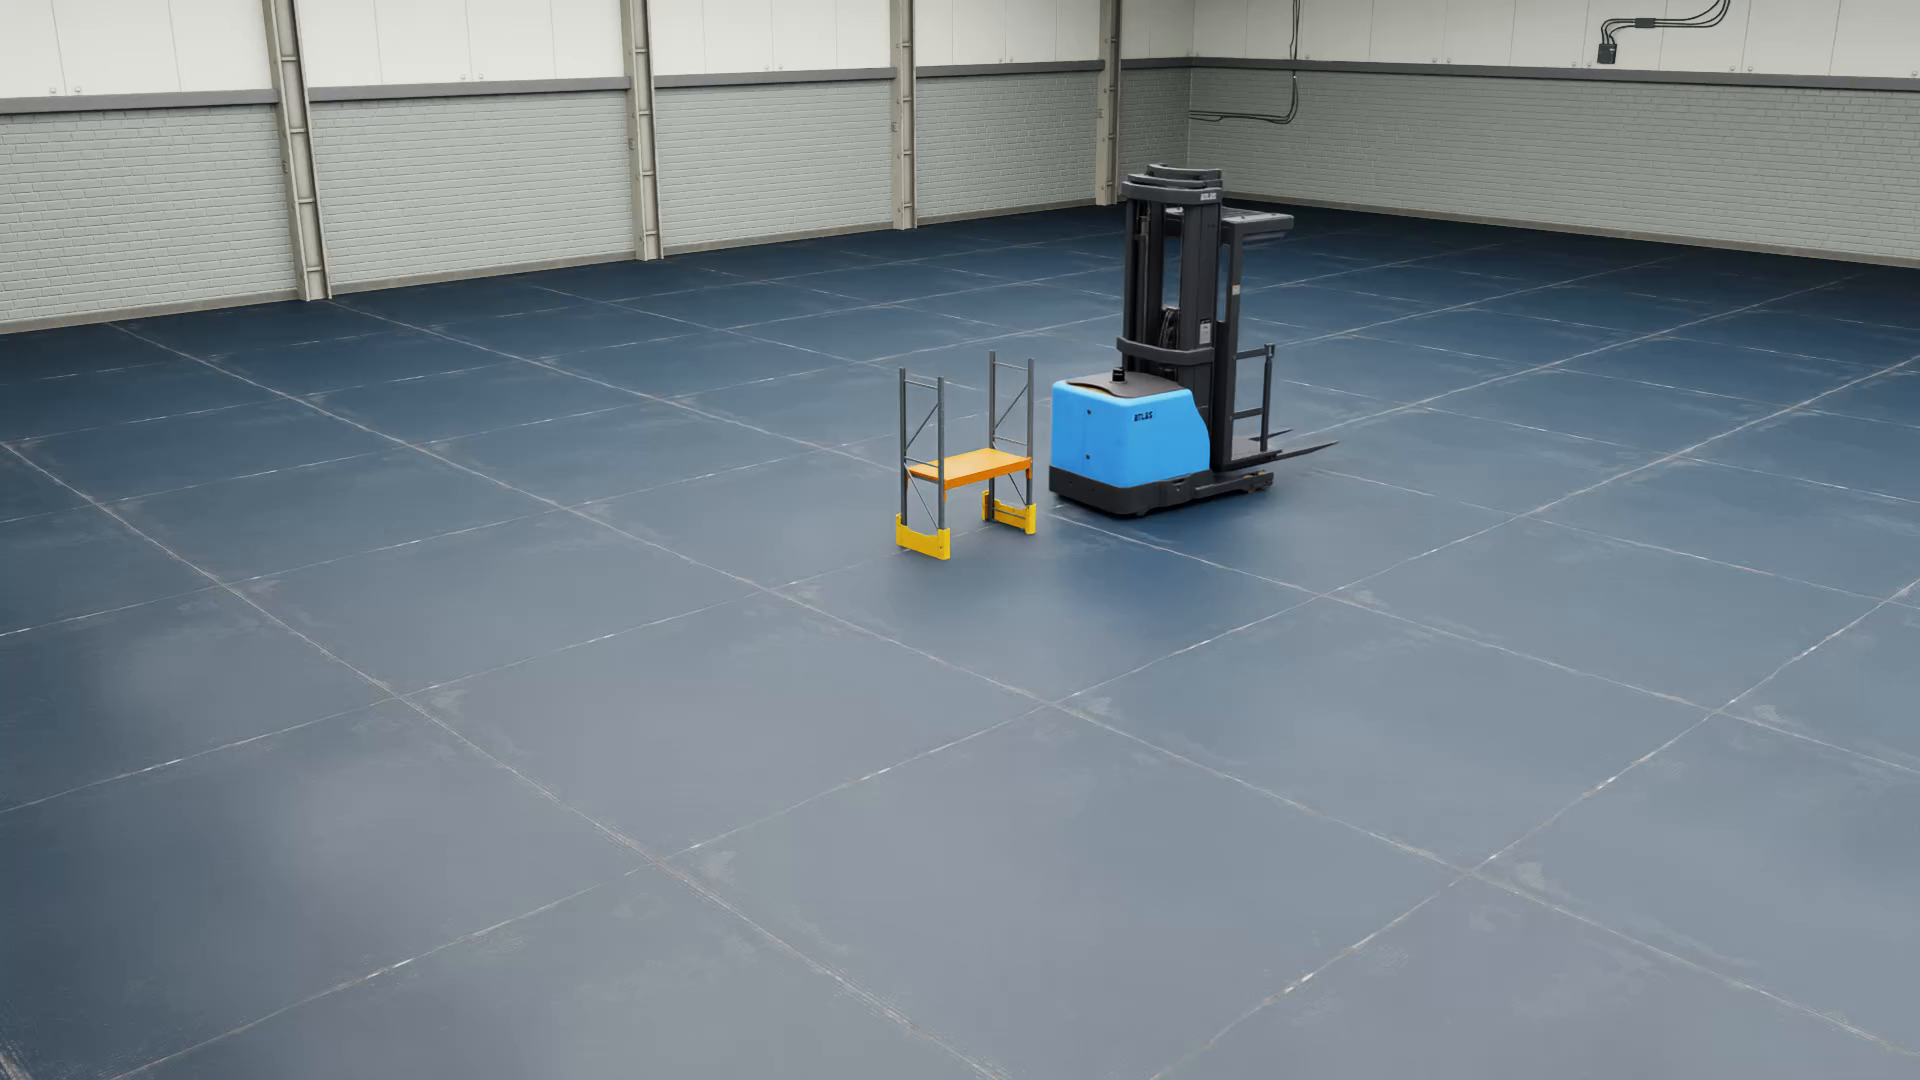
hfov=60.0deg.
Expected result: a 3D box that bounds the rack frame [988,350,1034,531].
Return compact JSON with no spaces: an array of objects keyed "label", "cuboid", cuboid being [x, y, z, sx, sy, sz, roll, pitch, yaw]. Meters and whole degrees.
[{"label":"rack frame","cuboid":[0.431,-0.839,14.141,0.032,1.500,0.500,-16,24,-41]}]

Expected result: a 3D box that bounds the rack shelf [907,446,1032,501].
[{"label":"rack shelf","cuboid":[0.062,-0.560,13.865,1.000,0.185,0.538,-16,24,-41]}]

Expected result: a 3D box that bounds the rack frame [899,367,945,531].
[{"label":"rack frame","cuboid":[-0.307,-0.624,13.477,0.032,1.500,0.500,-16,24,-41]}]

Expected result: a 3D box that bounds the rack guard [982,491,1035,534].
[{"label":"rack guard","cuboid":[0.417,-0.241,14.321,0.087,0.250,0.587,-16,24,-41]}]

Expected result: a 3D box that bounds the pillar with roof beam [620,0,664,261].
[{"label":"pillar with roof beam","cuboid":[-2.506,-8.268,24.894,0.400,9.000,9.100,-16,24,-41]}]

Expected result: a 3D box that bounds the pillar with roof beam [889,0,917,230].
[{"label":"pillar with roof beam","cuboid":[1.853,-9.539,28.816,0.400,9.000,9.100,-16,24,-41]}]

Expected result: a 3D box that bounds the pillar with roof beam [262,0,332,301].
[{"label":"pillar with roof beam","cuboid":[-6.866,-6.996,20.973,0.400,9.000,9.100,-16,24,-41]}]

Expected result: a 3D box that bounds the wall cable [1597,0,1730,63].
[{"label":"wall cable","cuboid":[12.815,-11.590,29.627,0.169,6.003,2.305,-16,24,-41]}]

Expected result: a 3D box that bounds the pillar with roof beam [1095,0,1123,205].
[{"label":"pillar with roof beam","cuboid":[6.213,-10.811,32.737,0.400,9.000,9.100,-16,24,-41]}]

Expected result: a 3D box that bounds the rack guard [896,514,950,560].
[{"label":"rack guard","cuboid":[-0.306,-0.030,13.670,0.087,0.250,0.587,-16,24,-41]}]

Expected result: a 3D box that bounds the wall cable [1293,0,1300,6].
[{"label":"wall cable","cuboid":[8.163,-12.422,34.554,0.112,2.526,3.097,-16,24,-41]}]

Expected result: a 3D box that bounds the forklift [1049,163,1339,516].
[{"label":"forklift","cuboid":[2.293,-1.945,15.231,3.031,2.935,1.130,-13,22,-35]}]

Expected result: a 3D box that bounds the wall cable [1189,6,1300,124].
[{"label":"wall cable","cuboid":[6.305,-10.626,37.203,0.112,2.526,3.097,-16,24,-41]}]

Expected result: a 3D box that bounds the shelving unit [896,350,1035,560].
[{"label":"shelving unit","cuboid":[0.055,-0.730,13.803,1.083,1.500,0.587,-16,24,-41]}]
